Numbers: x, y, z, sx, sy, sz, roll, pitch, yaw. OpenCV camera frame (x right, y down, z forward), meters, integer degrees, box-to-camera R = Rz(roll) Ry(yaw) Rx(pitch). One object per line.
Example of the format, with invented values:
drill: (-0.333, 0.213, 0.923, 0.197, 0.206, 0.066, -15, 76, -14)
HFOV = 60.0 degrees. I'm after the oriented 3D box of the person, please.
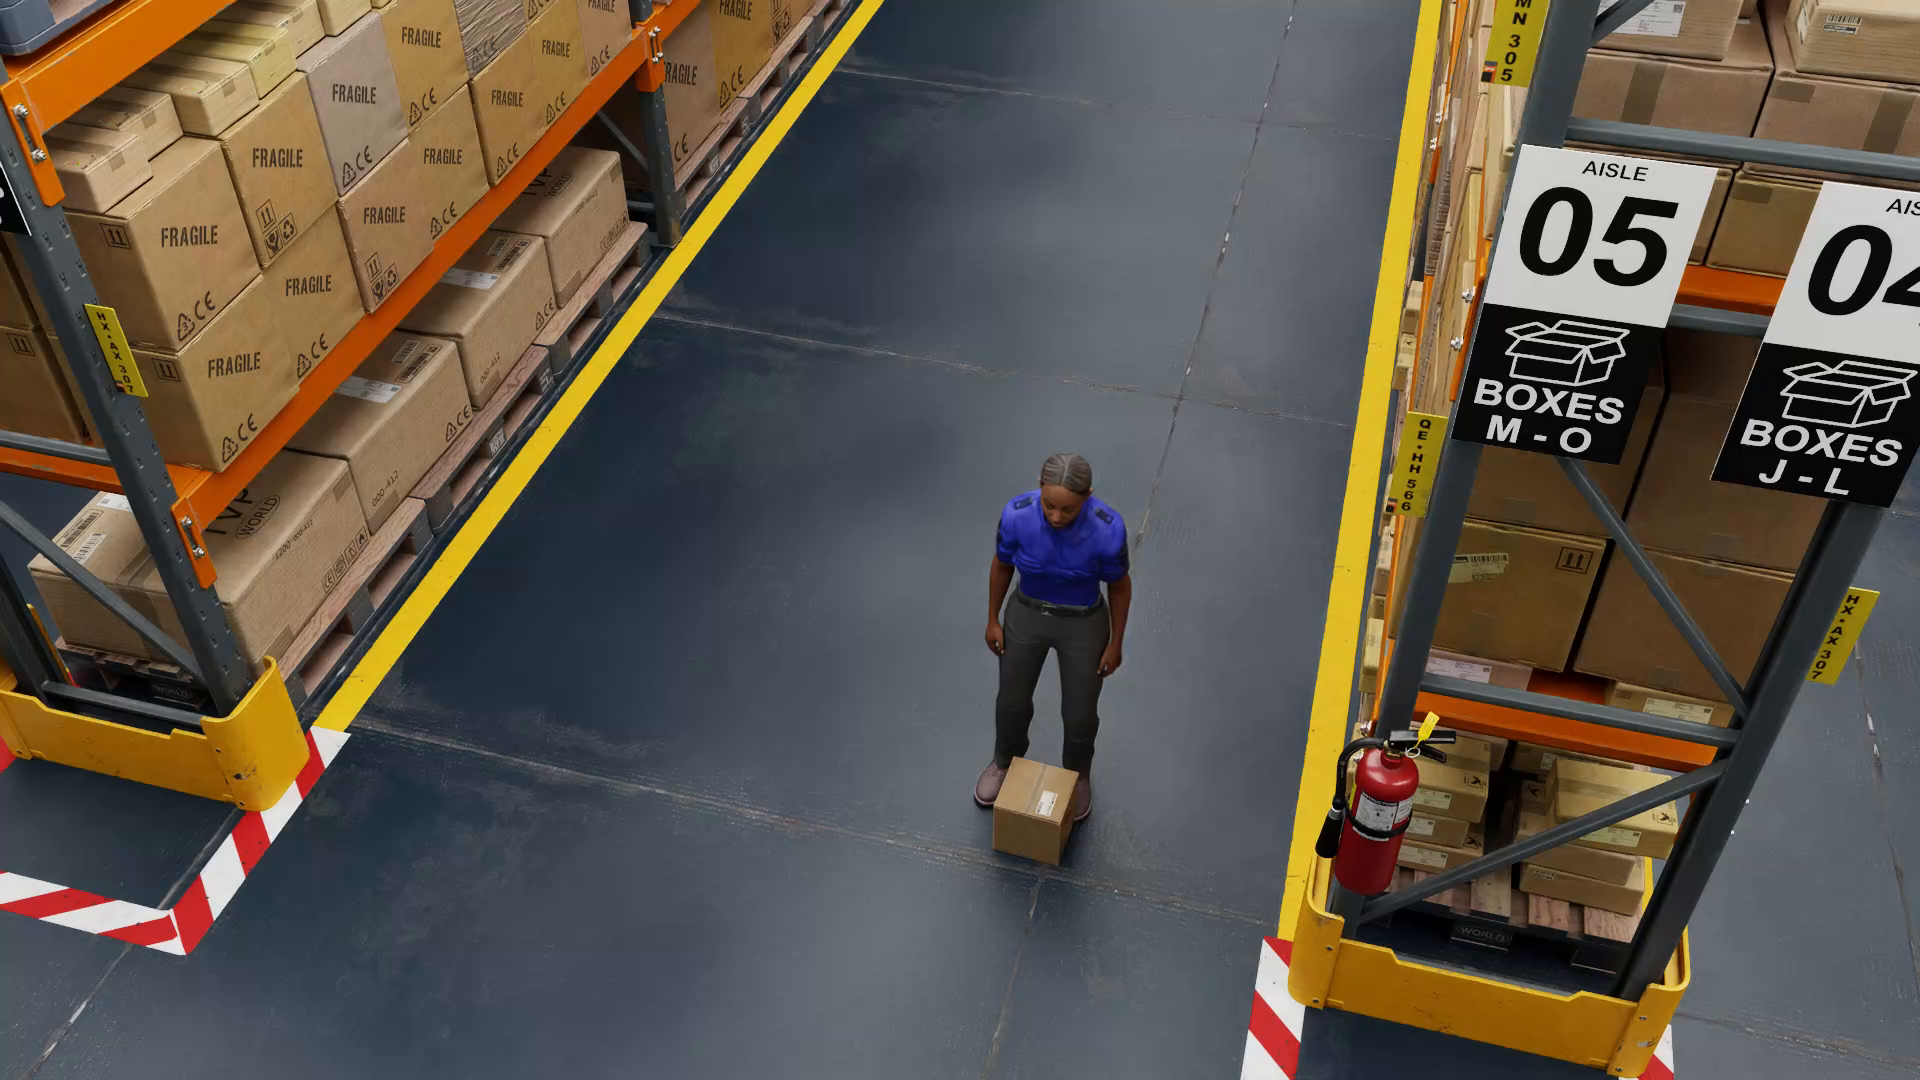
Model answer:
person: (0.327, 0.315, 5.803, 0.509, 1.655, 0.349, 10, 42, 11)
